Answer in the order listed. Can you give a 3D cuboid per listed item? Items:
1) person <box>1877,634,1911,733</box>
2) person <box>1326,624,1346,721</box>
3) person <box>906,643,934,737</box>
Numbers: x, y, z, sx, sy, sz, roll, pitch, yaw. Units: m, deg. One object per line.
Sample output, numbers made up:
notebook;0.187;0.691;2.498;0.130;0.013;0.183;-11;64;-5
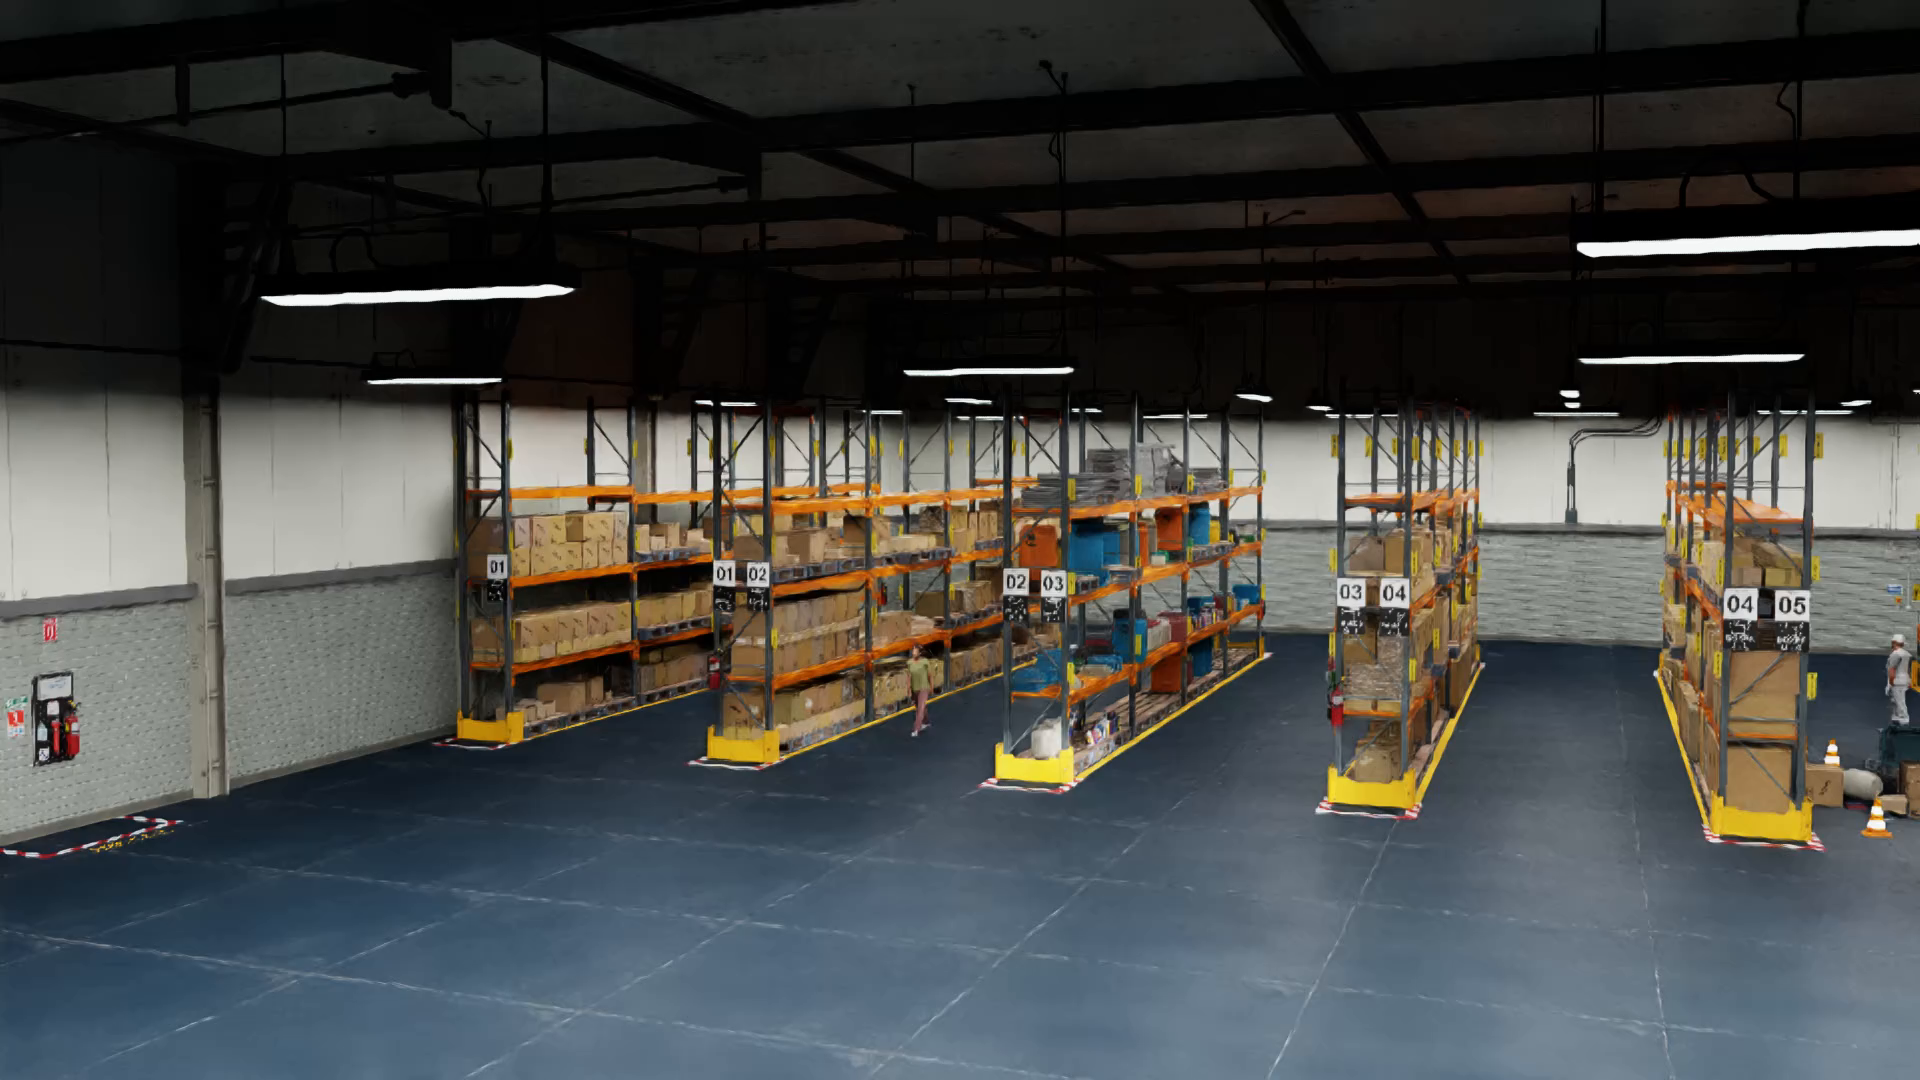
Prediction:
person;16.204;2.509;28.802;0.658;1.786;0.583;-3;4;-44
person;6.955;2.409;30.636;0.663;1.785;0.581;-3;4;-45
person;-0.739;2.589;29.064;0.448;1.590;1.109;1;3;23
